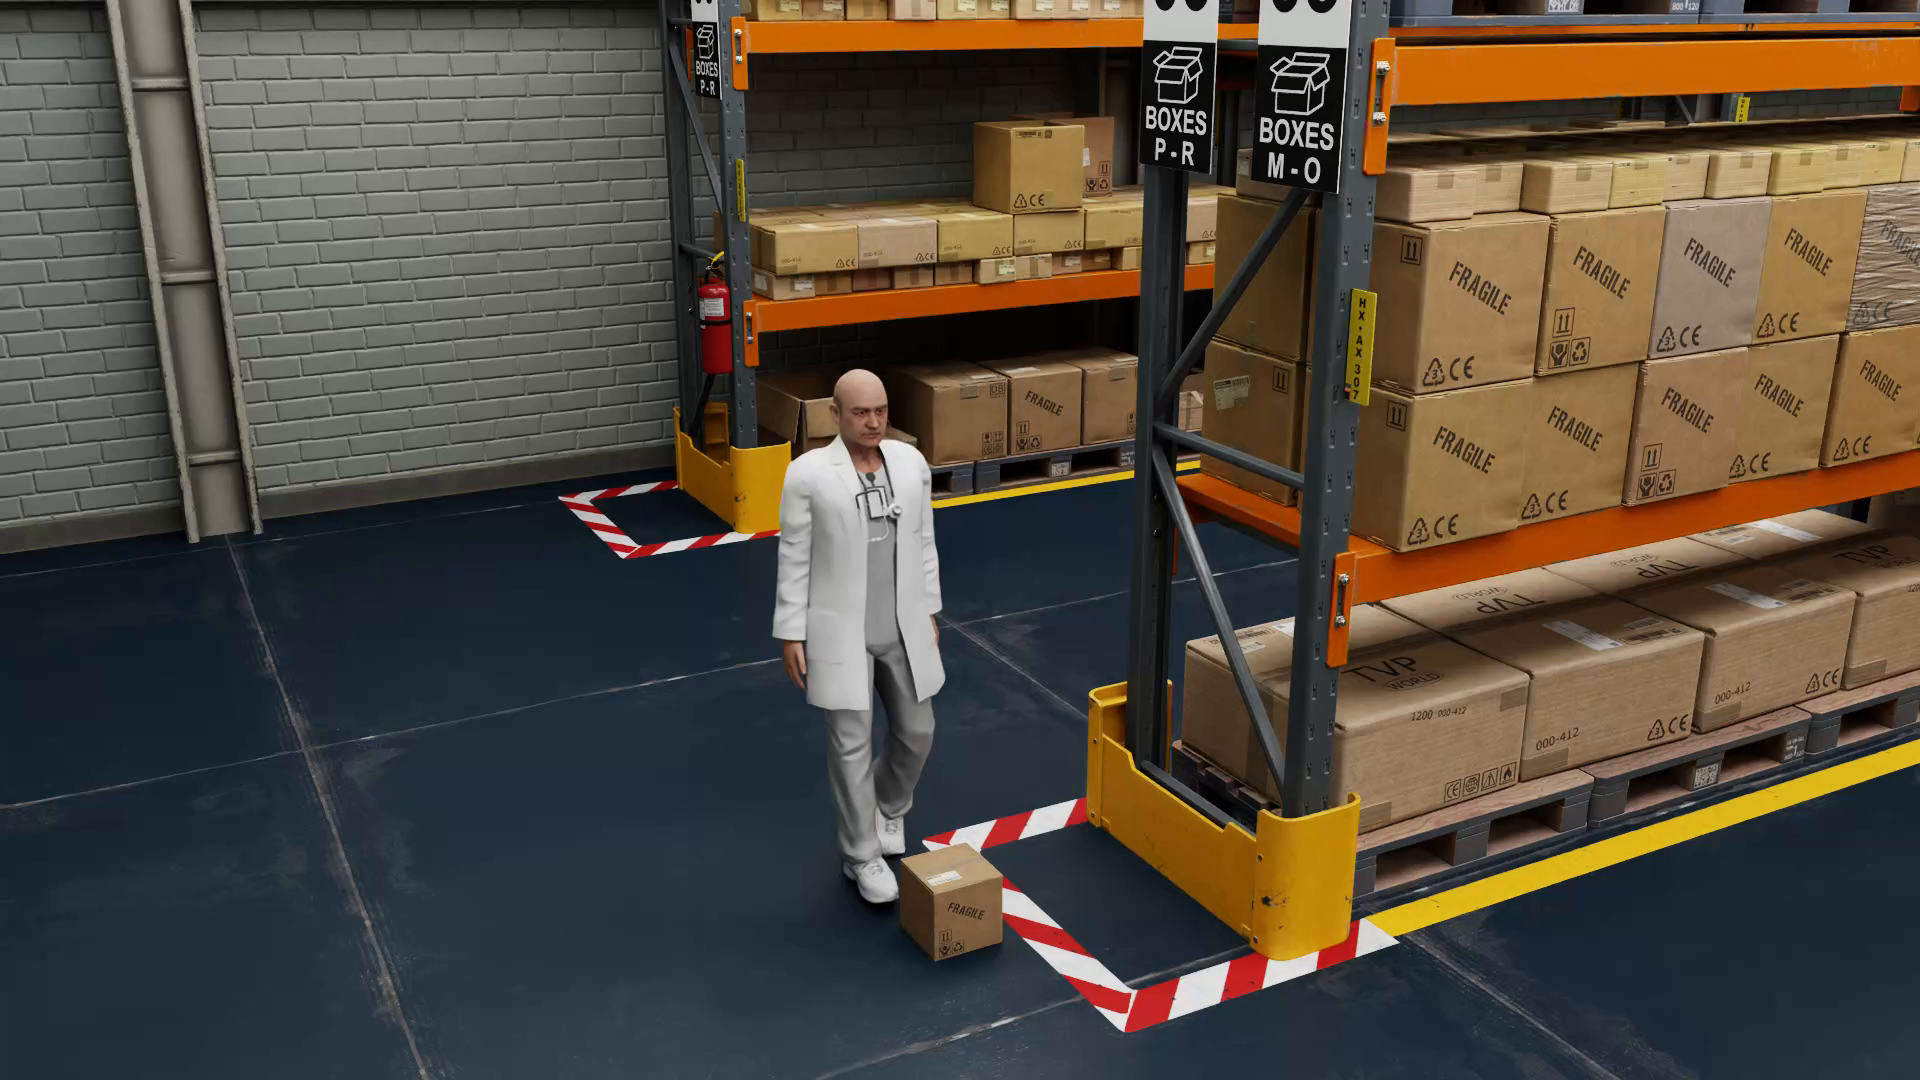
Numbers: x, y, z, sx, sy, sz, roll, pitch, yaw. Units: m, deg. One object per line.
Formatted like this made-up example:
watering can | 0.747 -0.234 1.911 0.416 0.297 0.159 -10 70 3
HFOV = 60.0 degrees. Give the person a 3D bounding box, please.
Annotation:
person | -0.328 0.319 5.620 0.625 1.799 0.683 -8 20 -22
